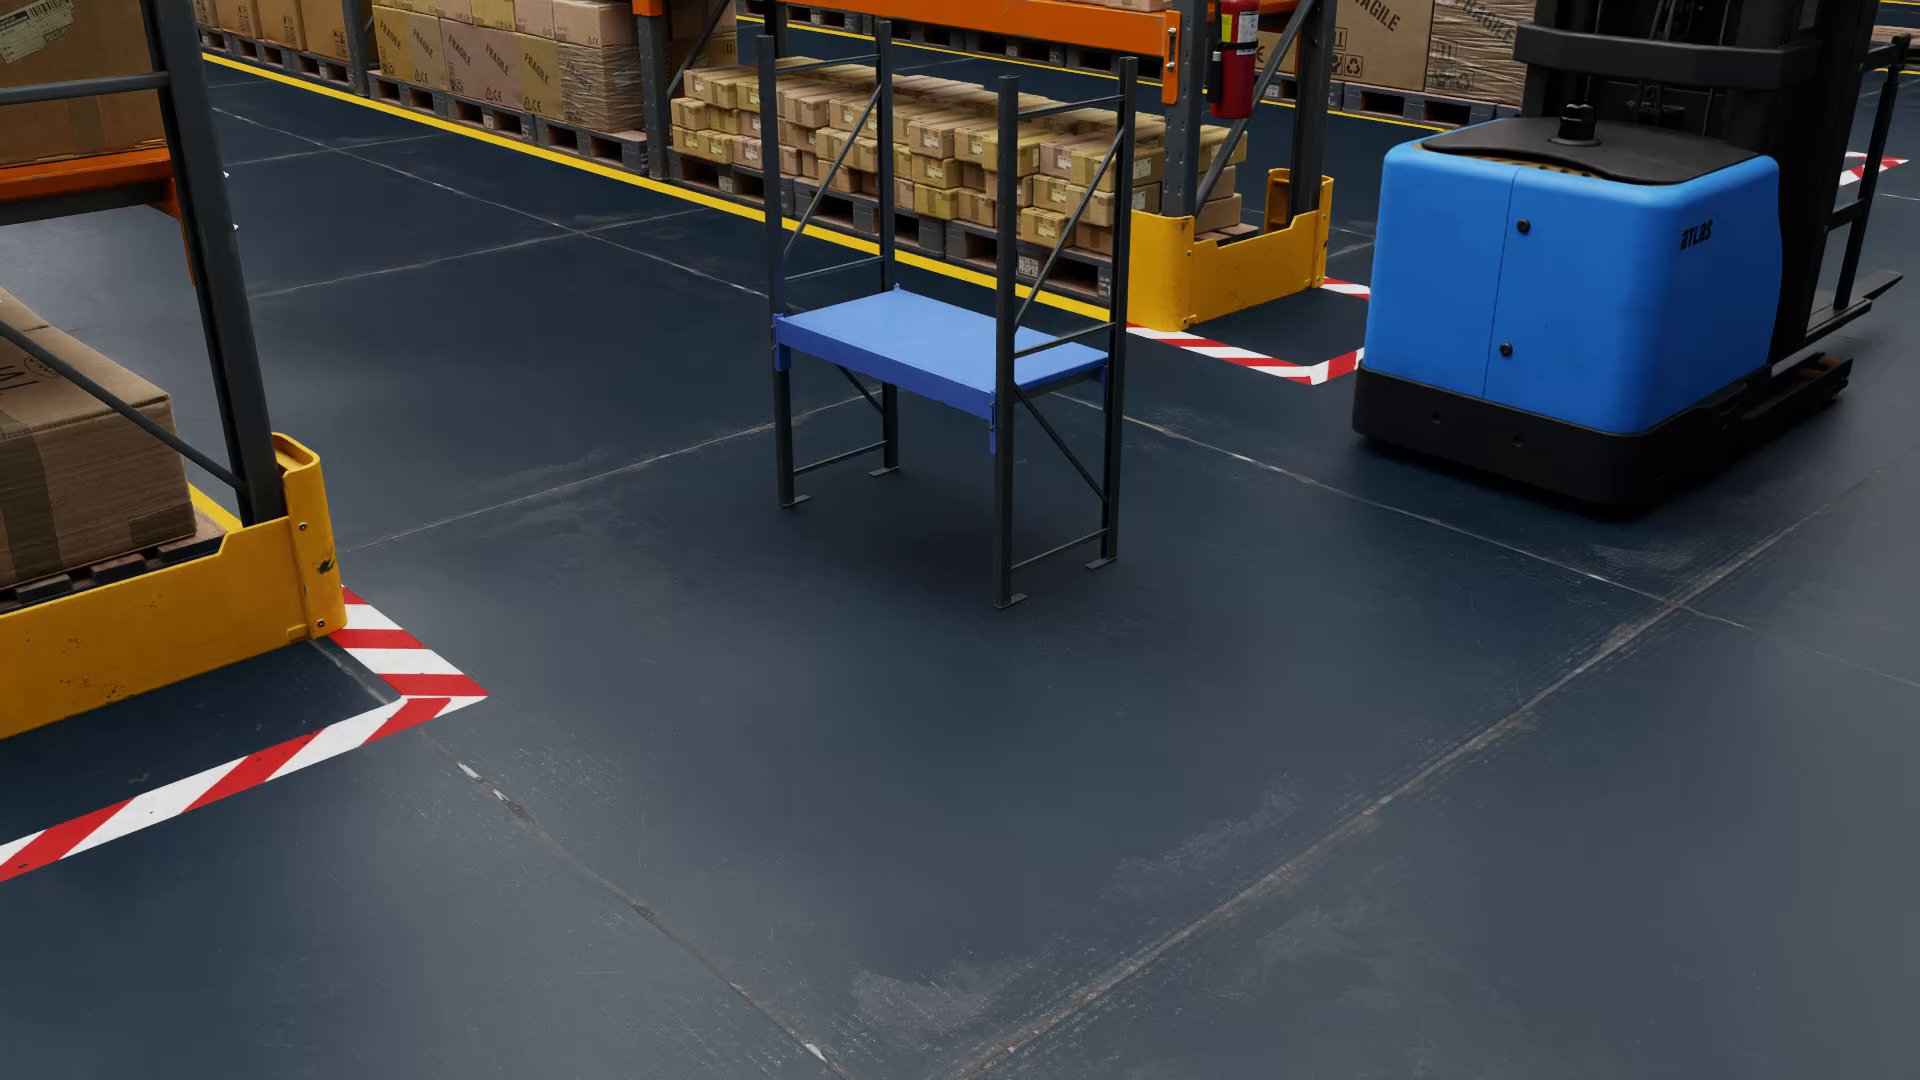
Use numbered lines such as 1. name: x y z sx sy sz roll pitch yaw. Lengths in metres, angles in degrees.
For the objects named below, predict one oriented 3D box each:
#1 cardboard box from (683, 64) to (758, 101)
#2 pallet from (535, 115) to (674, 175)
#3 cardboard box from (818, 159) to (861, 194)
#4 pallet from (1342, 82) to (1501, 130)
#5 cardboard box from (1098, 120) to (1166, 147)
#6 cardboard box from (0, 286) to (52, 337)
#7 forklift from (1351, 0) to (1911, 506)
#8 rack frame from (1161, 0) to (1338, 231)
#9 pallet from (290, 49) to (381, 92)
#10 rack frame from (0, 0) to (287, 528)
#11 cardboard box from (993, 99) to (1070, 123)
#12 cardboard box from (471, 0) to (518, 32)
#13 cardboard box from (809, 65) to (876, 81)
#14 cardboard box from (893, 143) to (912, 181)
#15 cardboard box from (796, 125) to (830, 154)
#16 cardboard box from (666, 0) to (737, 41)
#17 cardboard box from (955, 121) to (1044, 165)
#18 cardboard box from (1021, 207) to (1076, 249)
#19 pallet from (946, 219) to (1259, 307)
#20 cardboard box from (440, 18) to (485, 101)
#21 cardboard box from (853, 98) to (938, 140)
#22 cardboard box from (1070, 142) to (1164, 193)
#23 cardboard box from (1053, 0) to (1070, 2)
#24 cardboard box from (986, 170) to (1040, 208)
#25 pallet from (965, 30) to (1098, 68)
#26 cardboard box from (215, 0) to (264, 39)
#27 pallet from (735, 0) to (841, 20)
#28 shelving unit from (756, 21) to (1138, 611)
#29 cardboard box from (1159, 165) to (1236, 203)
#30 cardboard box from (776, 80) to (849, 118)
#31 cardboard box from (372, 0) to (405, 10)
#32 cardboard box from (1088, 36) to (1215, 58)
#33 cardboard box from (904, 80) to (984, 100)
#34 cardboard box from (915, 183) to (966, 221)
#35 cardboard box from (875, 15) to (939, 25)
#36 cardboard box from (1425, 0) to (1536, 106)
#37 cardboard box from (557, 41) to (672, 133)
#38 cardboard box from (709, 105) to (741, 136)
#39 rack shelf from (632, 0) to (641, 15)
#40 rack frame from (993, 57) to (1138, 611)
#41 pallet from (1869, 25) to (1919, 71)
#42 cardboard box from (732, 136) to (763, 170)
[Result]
1. cardboard box: -1.381 -2.664 9.687 0.380 0.149 0.250 -20 31 -36
2. pallet: -1.998 -2.629 10.758 1.003 0.211 1.213 -21 32 -38
3. cardboard box: -0.534 -1.973 8.890 0.380 0.149 0.250 -22 33 -40
4. pallet: 3.525 -3.148 11.895 1.003 0.211 1.213 -21 32 -38
5. cardboard box: 0.883 -1.919 8.056 0.380 0.149 0.250 -21 32 -38
6. cardboard box: -3.431 -0.487 5.285 0.875 0.438 0.875 -20 31 -37
7. forklift: 2.807 -1.955 6.003 3.031 2.935 1.130 -22 33 -40
8. rack frame: 1.269 -2.450 7.007 1.000 3.000 0.127 -21 32 -38
9. pallet: -4.683 -3.866 13.469 1.003 0.211 1.213 -21 32 -38
10. rack frame: -2.275 -1.015 3.862 1.000 3.000 0.127 -21 32 -38
11. cardboard box: 0.391 -2.170 8.606 0.380 0.149 0.250 -20 31 -37
12. cardboard box: -2.872 -3.527 10.969 0.500 0.250 0.500 22 33 39
13. cardboard box: -0.653 -2.653 9.664 0.380 0.149 0.250 -22 32 -39
14. cardboard box: -0.182 -1.952 8.484 0.380 0.149 0.250 -19 31 -36
15. cardboard box: -0.666 -2.203 9.036 0.380 0.149 0.250 -19 31 -36
16. cardboard box: -1.777 -3.356 10.594 0.500 0.250 0.500 22 33 39
17. cardboard box: 0.192 -1.935 8.089 0.250 0.149 0.380 22 33 40
18. cardboard box: 0.507 -1.494 7.839 0.380 0.149 0.250 -20 31 -37
19. pallet: 0.688 -1.461 8.198 1.003 0.211 1.213 -21 32 -38
20. cardboard box: -3.201 -3.336 11.453 0.500 0.500 0.500 -22 33 -40
21. cardboard box: -0.331 -2.183 8.633 0.380 0.149 0.250 -21 32 -38
22. cardboard box: 0.722 -1.703 7.582 0.380 0.149 0.250 -21 32 -38
23. cardboard box: 0.515 -2.512 7.446 0.380 0.149 0.250 -22 32 -39
24. cardboard box: 0.343 -1.715 7.967 0.250 0.149 0.380 22 33 40
25. pallet: 0.804 -4.352 14.535 1.003 0.211 1.213 -21 32 -38
26. cardboard box: -5.787 -4.797 14.357 1.050 0.750 0.750 -21 32 -38
27. pallet: -1.872 -5.588 17.246 1.003 0.211 1.213 -21 32 -38
28. shelving unit: -0.058 -0.708 4.995 0.538 1.500 1.048 -21 32 -38
29. cardboard box: 1.098 -1.711 7.957 0.380 0.149 0.250 -20 31 -36
30. cardboard box: -0.832 -2.428 9.171 0.380 0.149 0.250 -22 33 -40
31. cardboard box: -3.904 -3.991 11.987 0.500 0.250 0.500 22 32 39
32. cardboard box: 1.773 -4.451 13.447 1.225 0.875 0.875 -21 32 -38
33. cardboard box: -0.087 -2.419 9.150 0.250 0.149 0.380 22 33 40
34. cardboard box: -0.009 -1.729 8.354 0.250 0.149 0.380 22 33 39
35. cardboard box: -0.053 -5.260 15.220 0.875 0.875 1.225 22 32 39
36. cardboard box: 3.841 -3.498 11.358 0.875 0.875 0.875 -21 32 -38
37. cardboard box: -2.155 -2.869 10.430 0.500 0.500 0.500 -22 32 -39
38. cardboard box: -1.212 -2.440 9.554 0.380 0.149 0.250 -21 32 -38
39. rack shelf: -2.832 -3.941 11.141 1.077 0.370 4.000 -21 32 -38
40. rack frame: 0.289 -0.554 4.658 0.500 1.500 0.032 -21 32 -38
41. pallet: 8.039 -4.224 14.255 1.003 0.211 1.213 -21 32 -38
42. cardboard box: -1.061 -2.213 9.417 0.380 0.149 0.250 -21 32 -39
